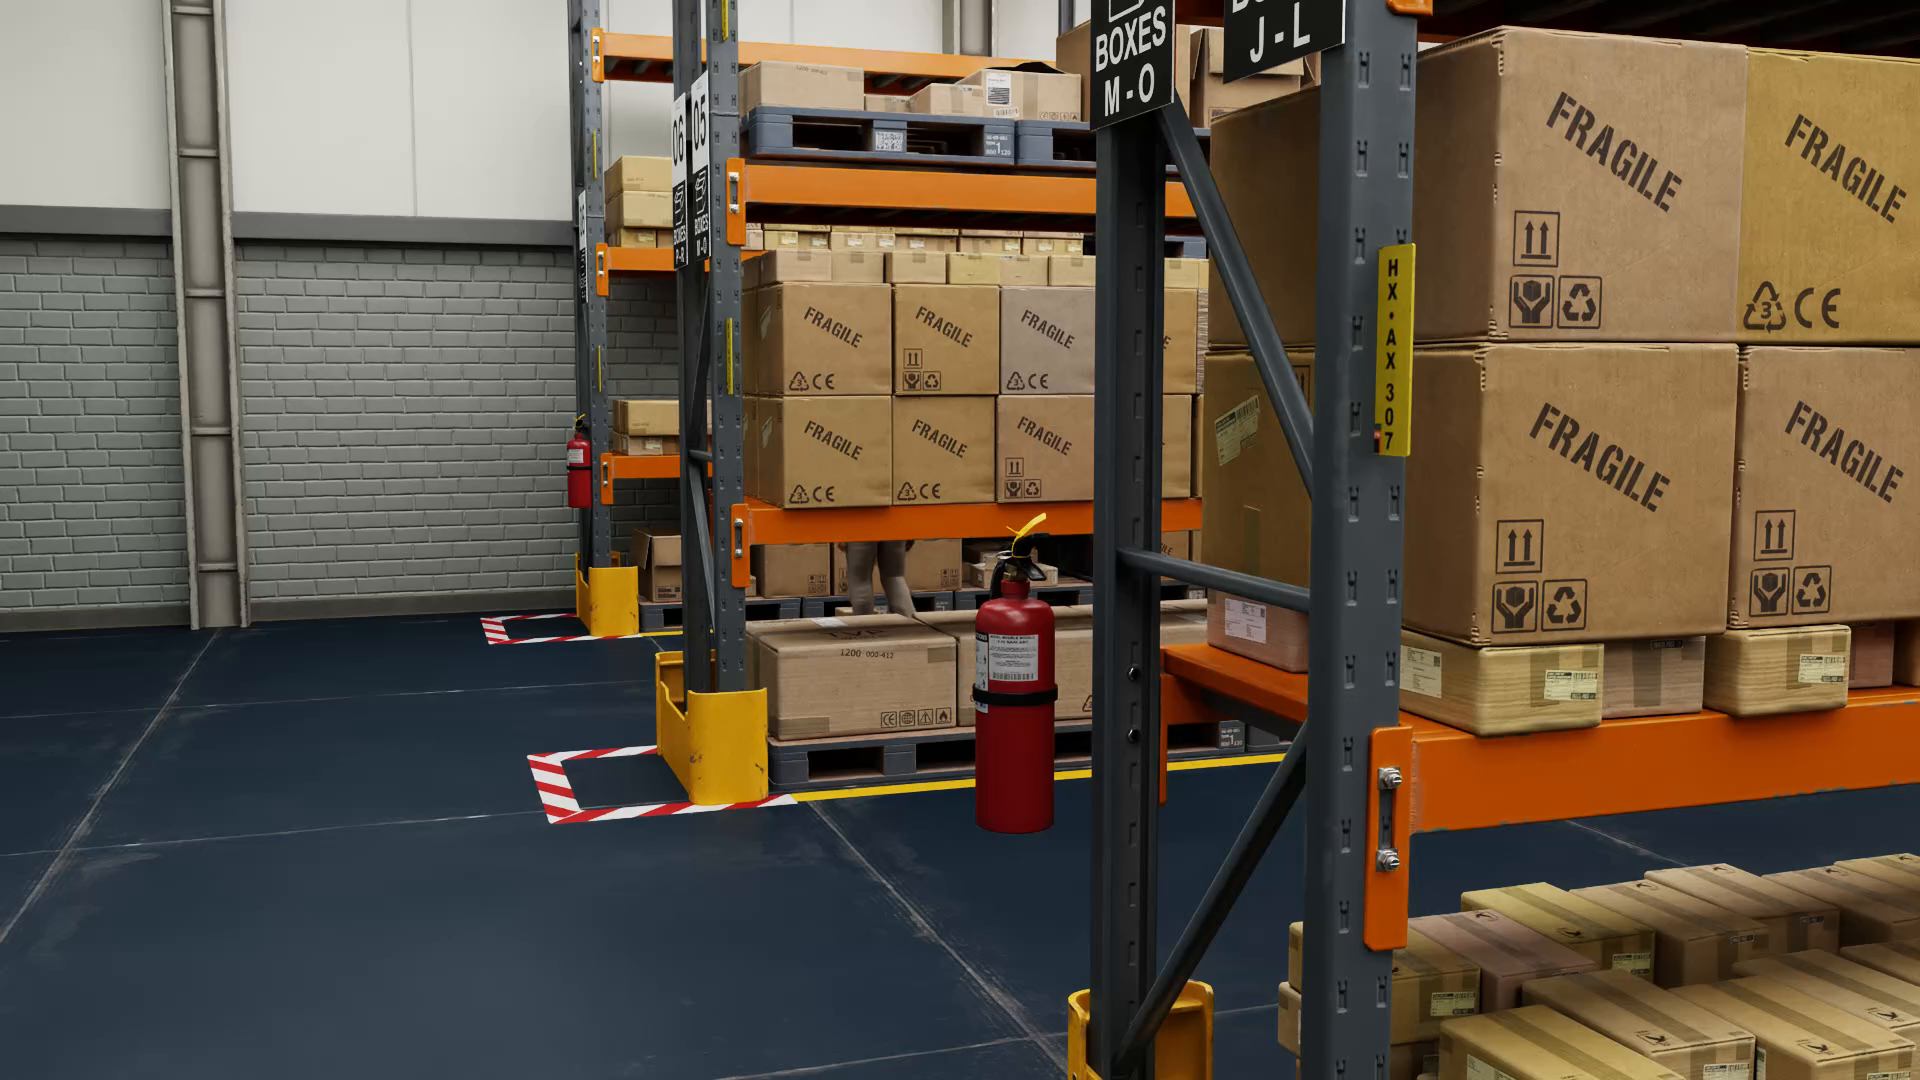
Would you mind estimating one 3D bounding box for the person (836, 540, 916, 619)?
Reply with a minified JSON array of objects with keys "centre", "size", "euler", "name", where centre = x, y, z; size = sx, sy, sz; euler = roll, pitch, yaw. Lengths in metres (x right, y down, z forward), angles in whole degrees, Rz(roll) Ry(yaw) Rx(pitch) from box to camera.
[{"centre":[-0.579,-0.088,11.180],"size":[0.562,1.723,0.458],"euler":[-3,6,-24],"name":"person"}]
